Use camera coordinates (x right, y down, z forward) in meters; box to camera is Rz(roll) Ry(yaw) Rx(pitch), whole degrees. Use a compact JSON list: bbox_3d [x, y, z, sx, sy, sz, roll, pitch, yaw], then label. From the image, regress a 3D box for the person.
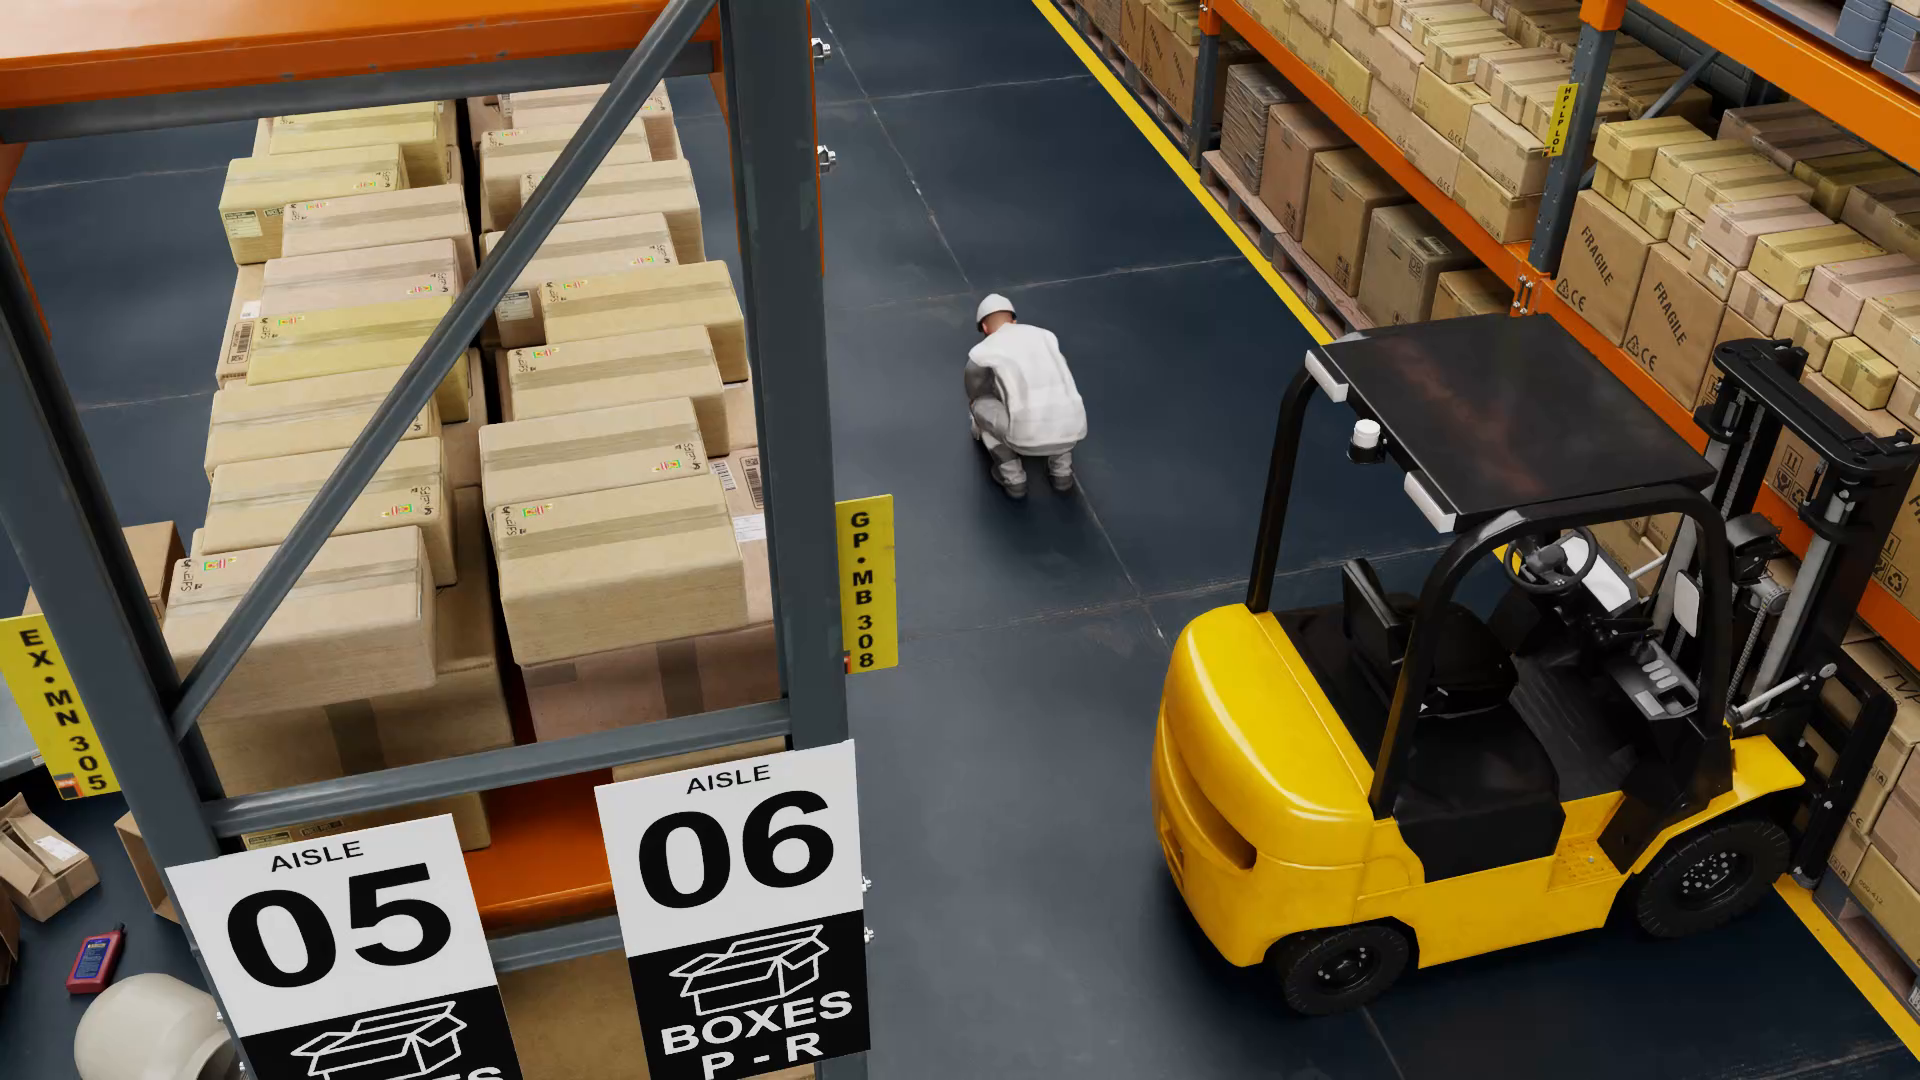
[{"bbox_3d":[0.322,-0.692,8.440,0.556,0.878,0.908,-10,39,-12],"label":"person"}]
